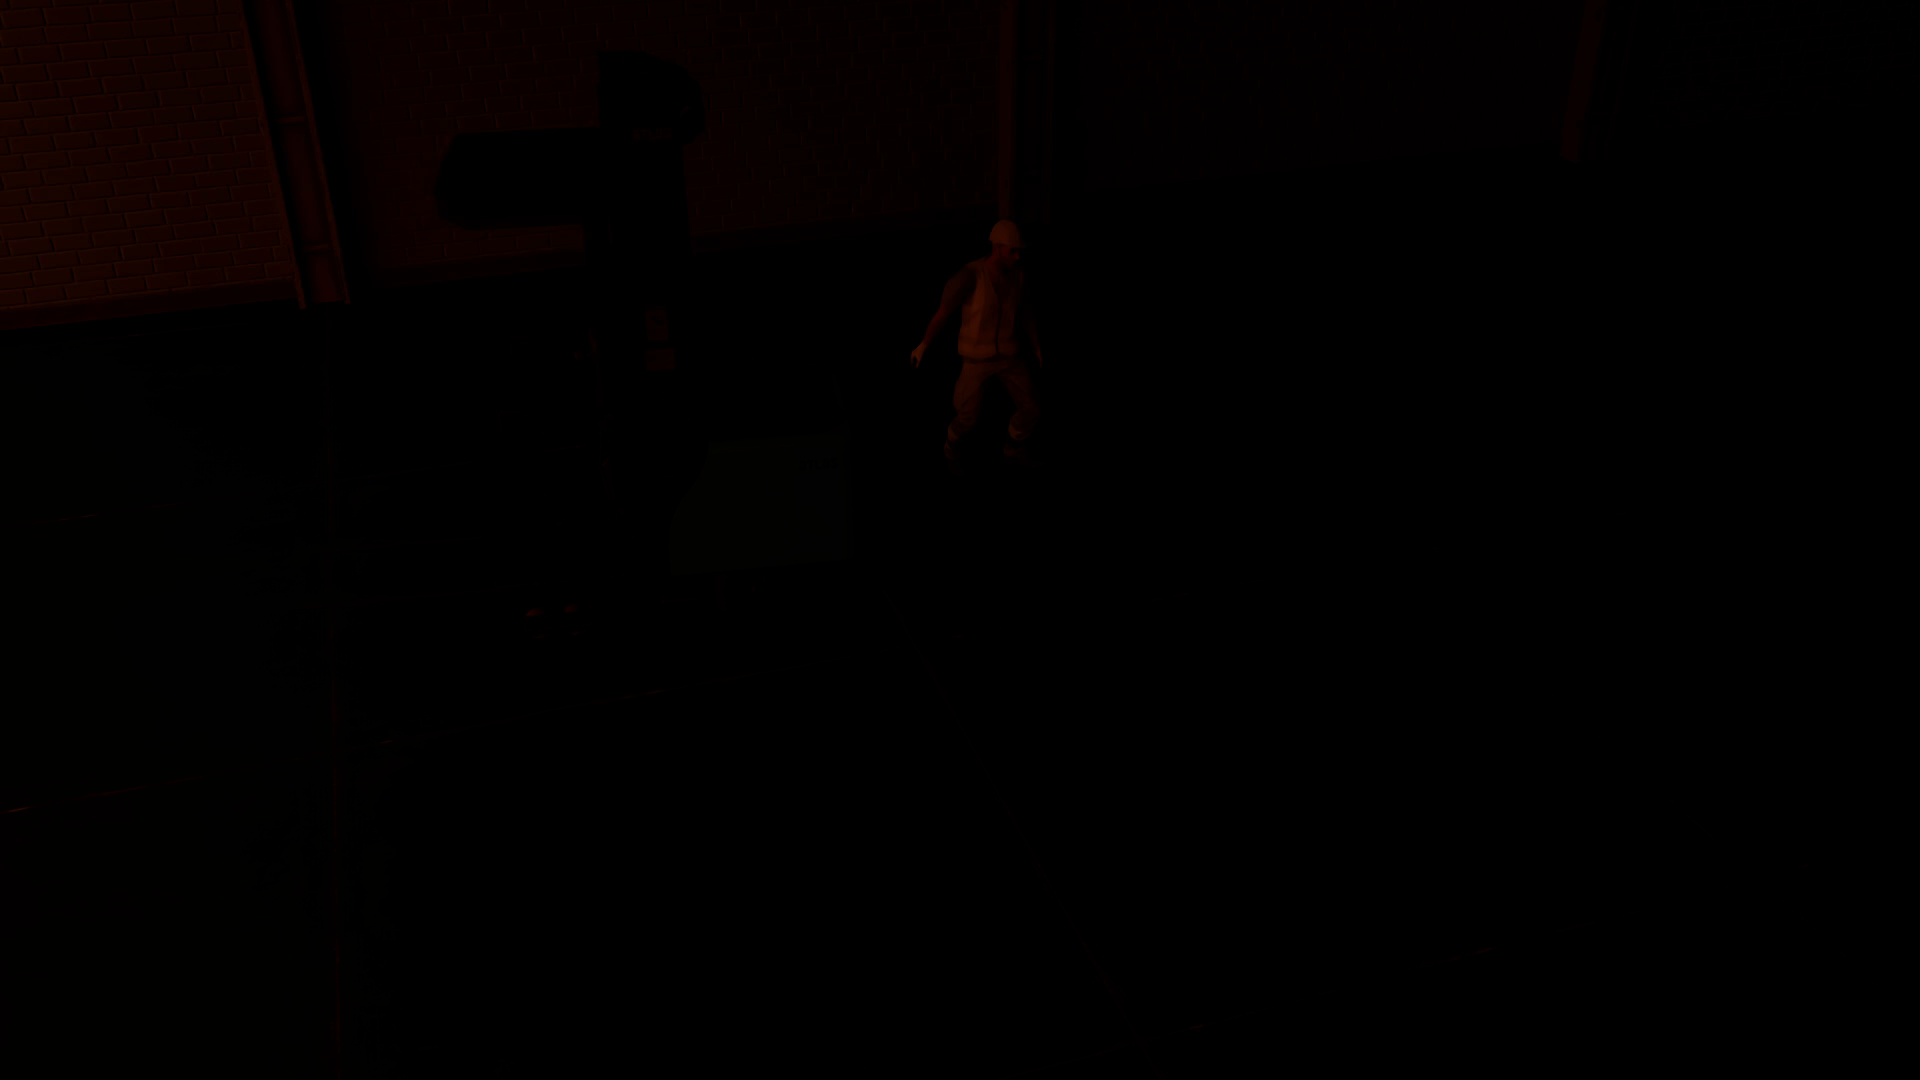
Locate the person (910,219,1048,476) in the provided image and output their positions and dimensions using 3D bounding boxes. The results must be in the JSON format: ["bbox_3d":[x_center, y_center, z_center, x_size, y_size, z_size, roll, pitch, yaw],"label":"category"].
[{"bbox_3d":[0.131,-1.177,10.389,0.894,1.734,0.503,-10,31,-17],"label":"person"}]

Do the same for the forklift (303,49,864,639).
[{"bbox_3d":[-2.110,-1.016,8.854,3.031,2.935,1.130,-5,30,-9],"label":"forklift"}]
